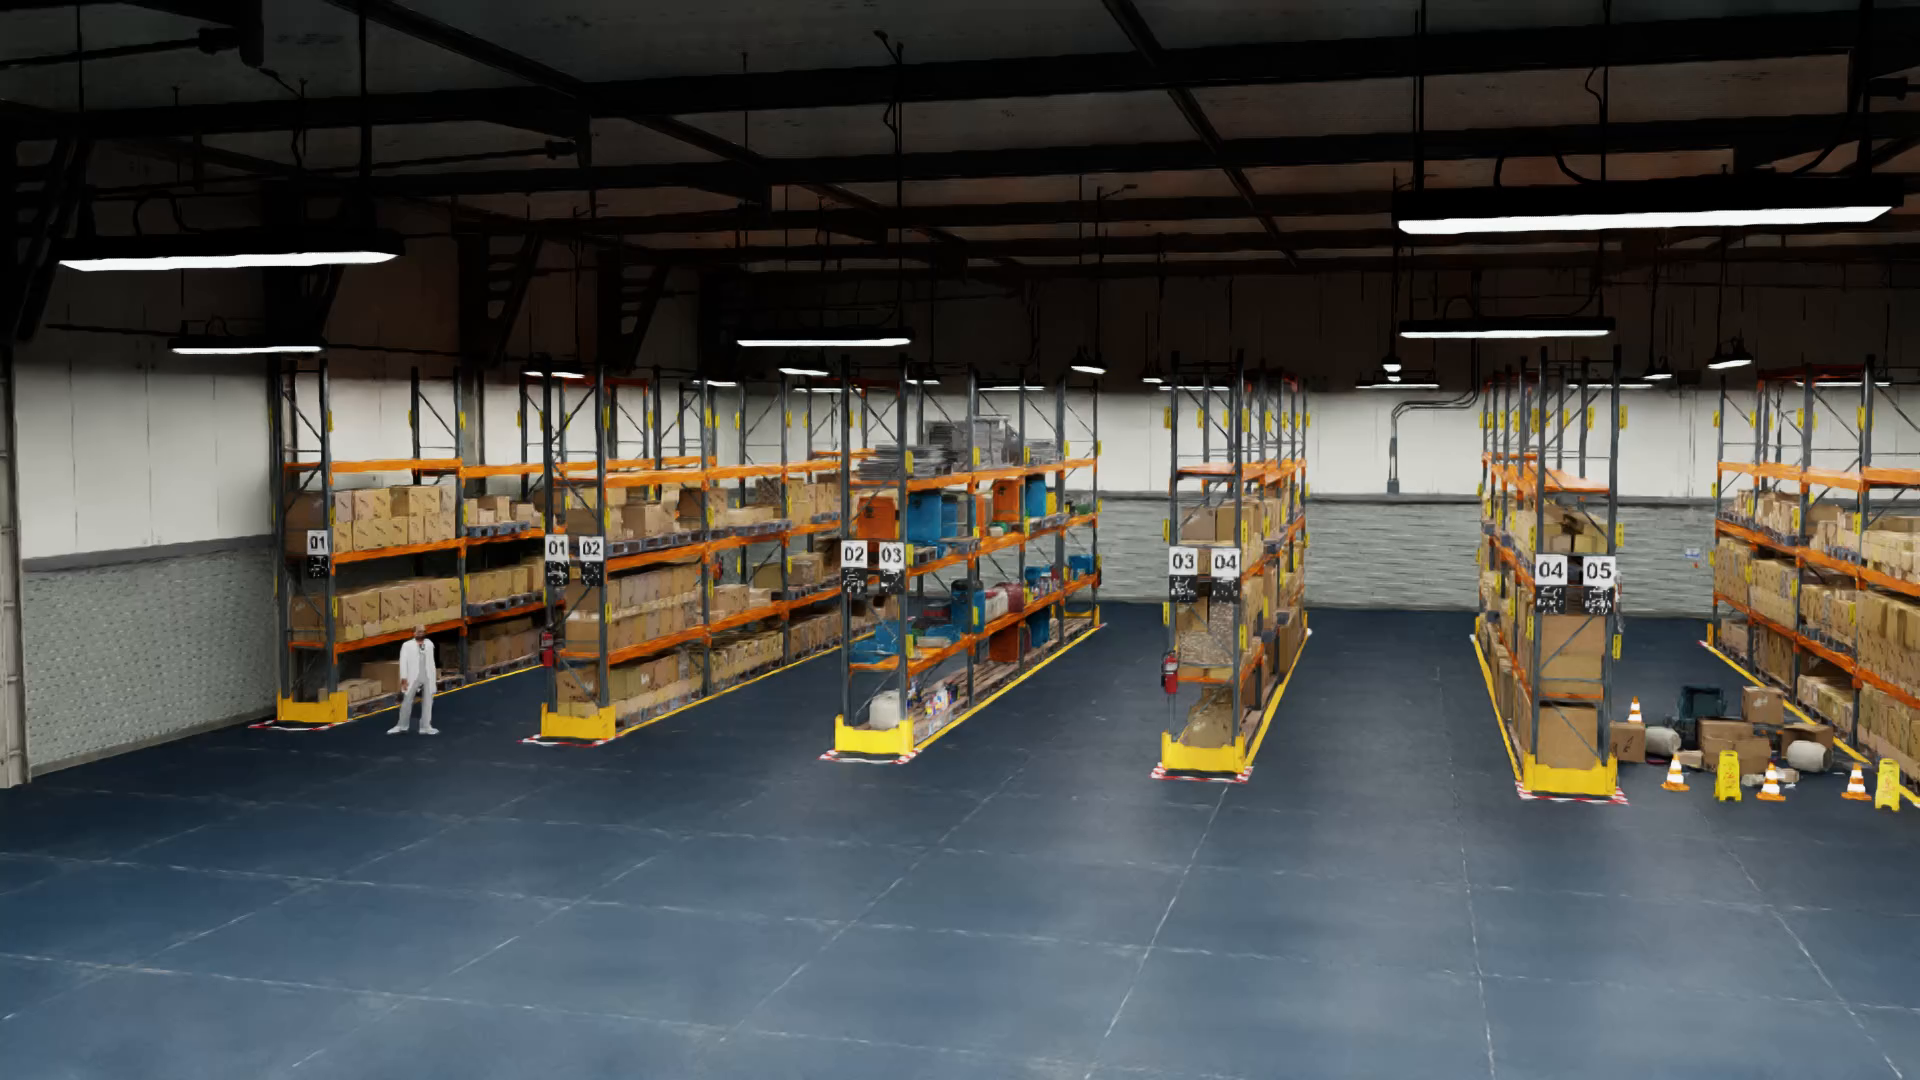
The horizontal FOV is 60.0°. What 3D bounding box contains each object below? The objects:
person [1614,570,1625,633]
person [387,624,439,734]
[{"bbox_3d":[15.291,1.318,39.024,0.599,1.777,0.581,-2,5,-28],"label":"person"},{"bbox_3d":[-8.726,2.215,26.502,0.769,1.773,0.511,-2,5,-30],"label":"person"}]
